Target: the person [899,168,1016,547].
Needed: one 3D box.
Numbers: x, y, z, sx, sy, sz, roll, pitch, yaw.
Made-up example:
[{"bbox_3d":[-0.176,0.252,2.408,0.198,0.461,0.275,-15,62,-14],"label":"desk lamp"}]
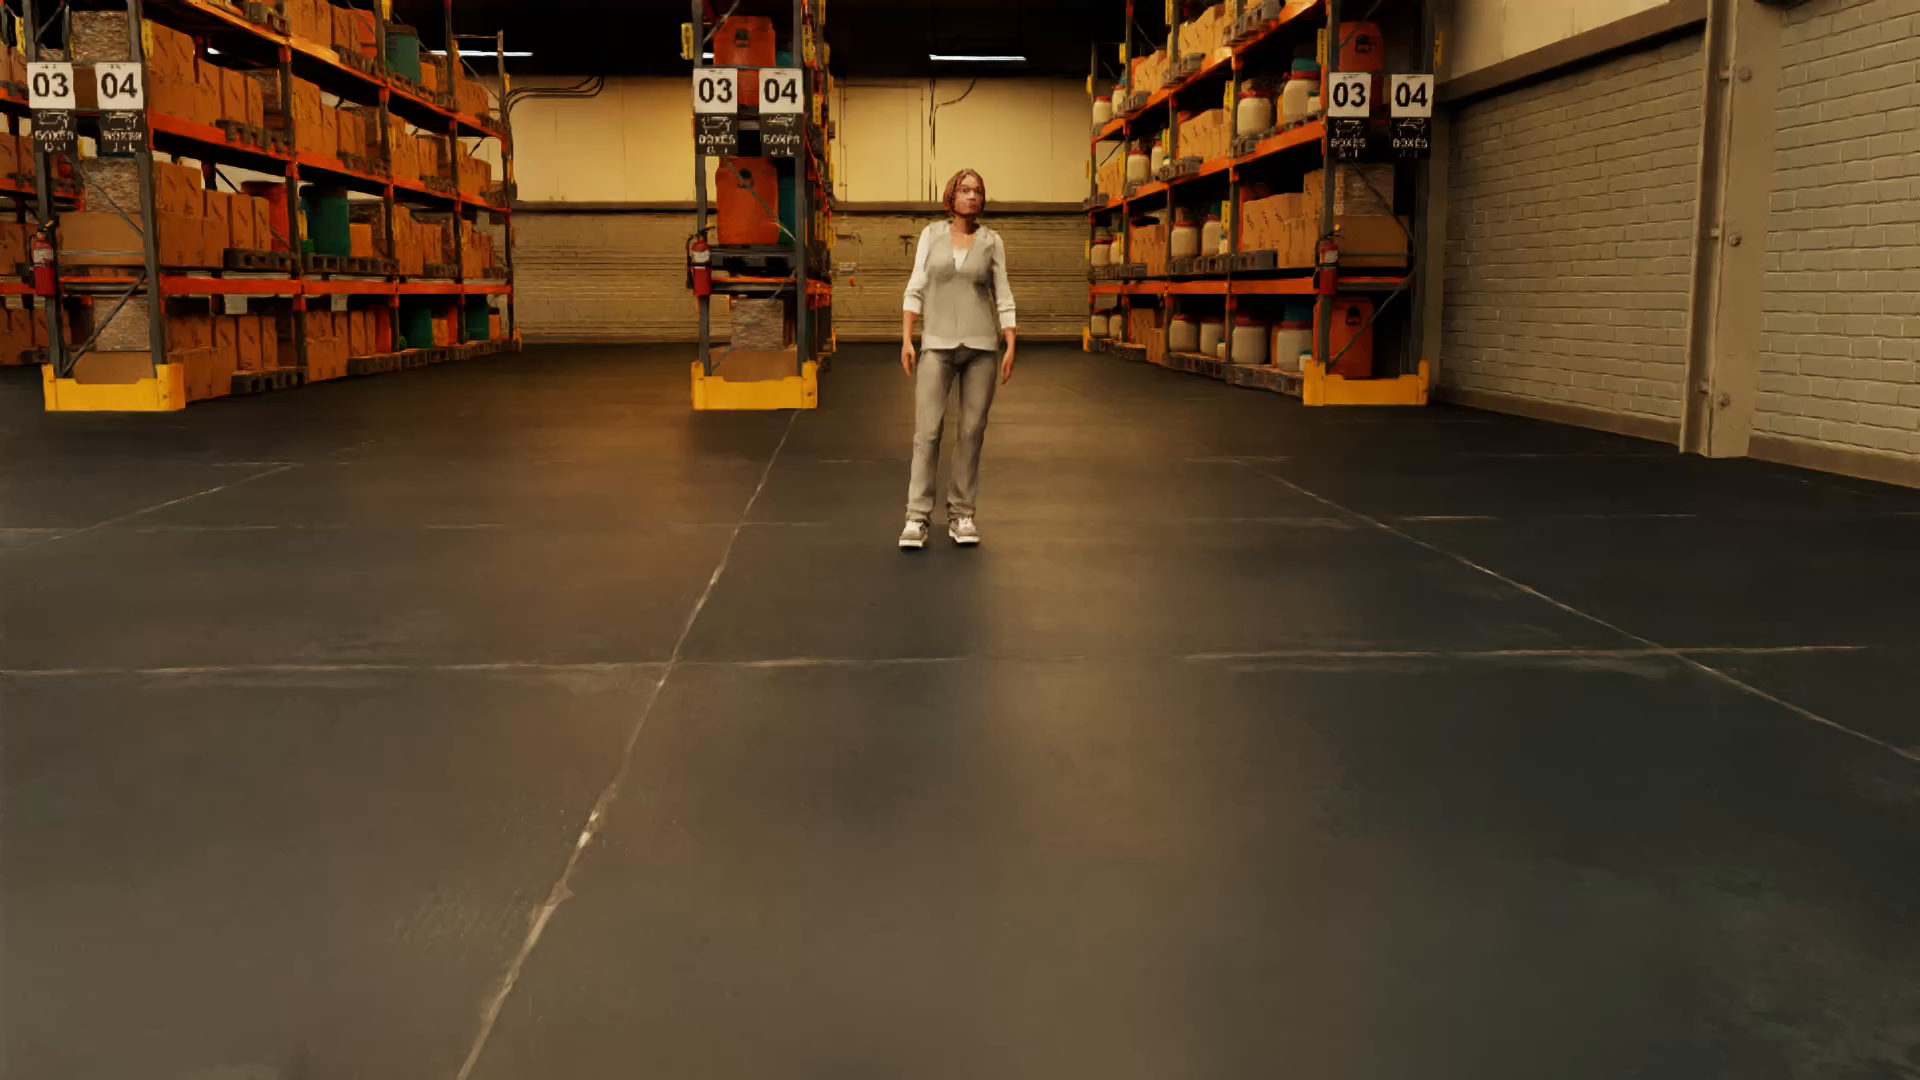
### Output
[{"bbox_3d":[-0.009,-0.786,7.118,0.521,1.597,0.474,-1,8,-4],"label":"person"}]
